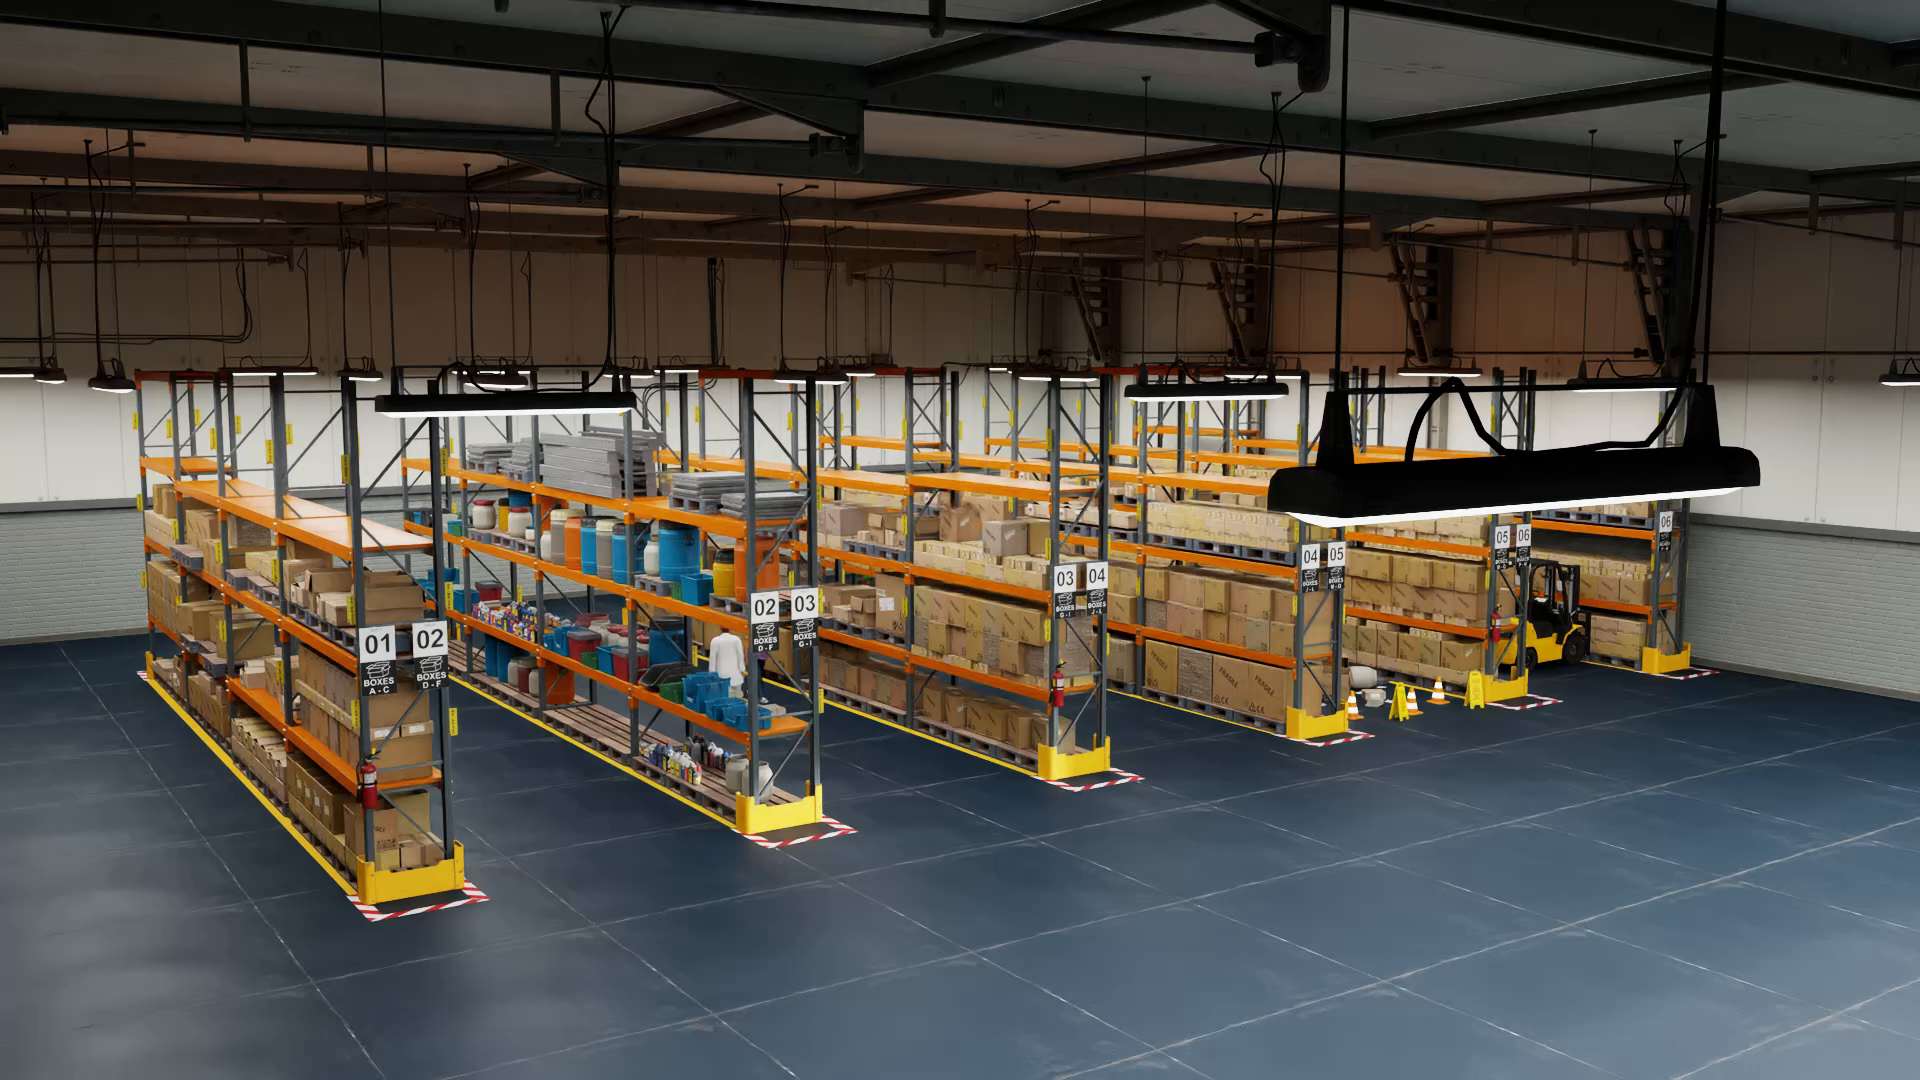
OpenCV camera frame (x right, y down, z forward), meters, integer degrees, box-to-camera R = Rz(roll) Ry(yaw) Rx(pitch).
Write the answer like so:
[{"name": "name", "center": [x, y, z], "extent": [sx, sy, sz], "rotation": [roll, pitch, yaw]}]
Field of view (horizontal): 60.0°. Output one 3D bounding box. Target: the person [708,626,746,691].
[{"name": "person", "center": [-3.974, 2.257, 28.344], "extent": [0.634, 1.777, 0.582], "rotation": [0, 6, -4]}]

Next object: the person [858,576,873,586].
[{"name": "person", "center": [-2.478, 0.564, 43.217], "extent": [0.687, 1.781, 0.613], "rotation": [-1, 7, -10]}]

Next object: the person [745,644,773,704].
[{"name": "person", "center": [-3.667, 2.141, 30.172], "extent": [0.436, 1.536, 0.972], "rotation": [-5, 8, -35]}]
